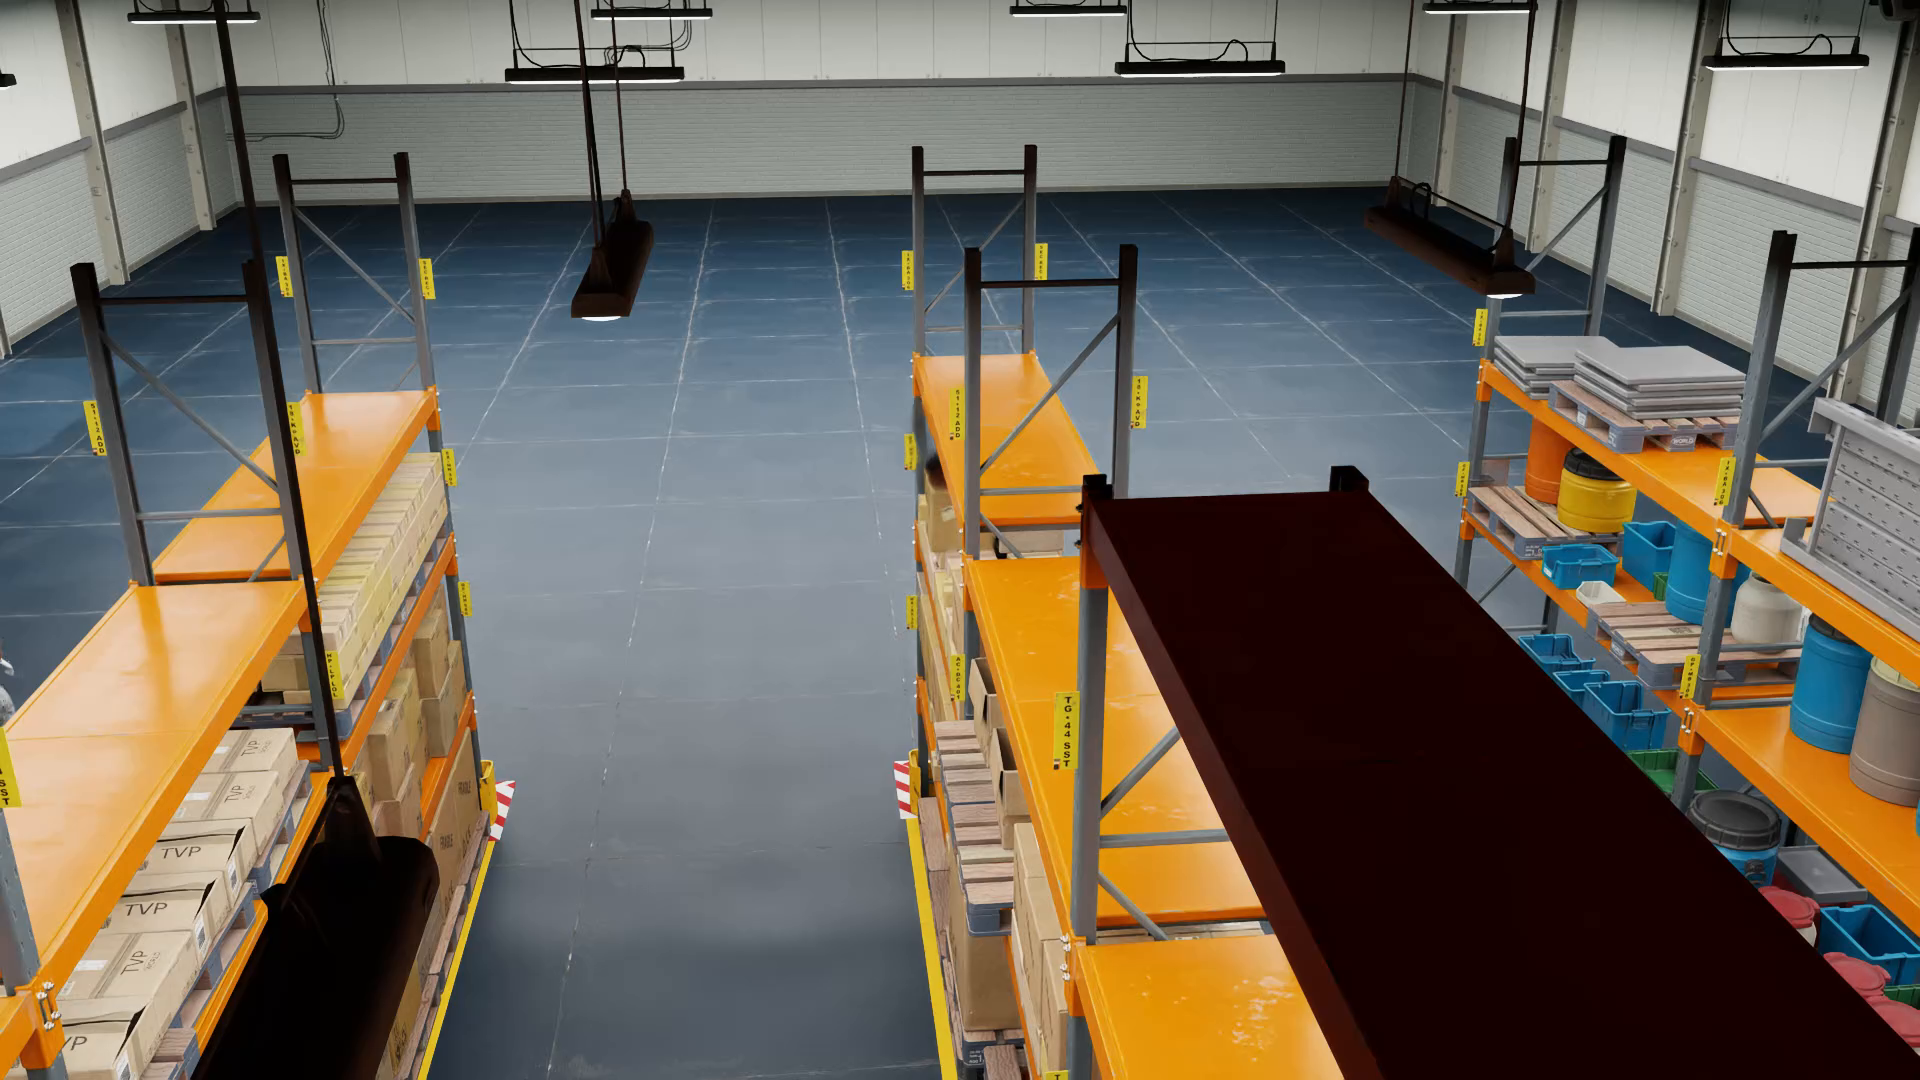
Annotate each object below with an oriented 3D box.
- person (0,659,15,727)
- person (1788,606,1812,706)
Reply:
[{"bbox_3d":[-9.447,1.297,16.006,1.055,1.751,0.542,-10,24,-23],"label":"person"},{"bbox_3d":[8.509,1.071,16.720,0.814,1.671,0.532,-15,26,-33],"label":"person"}]
